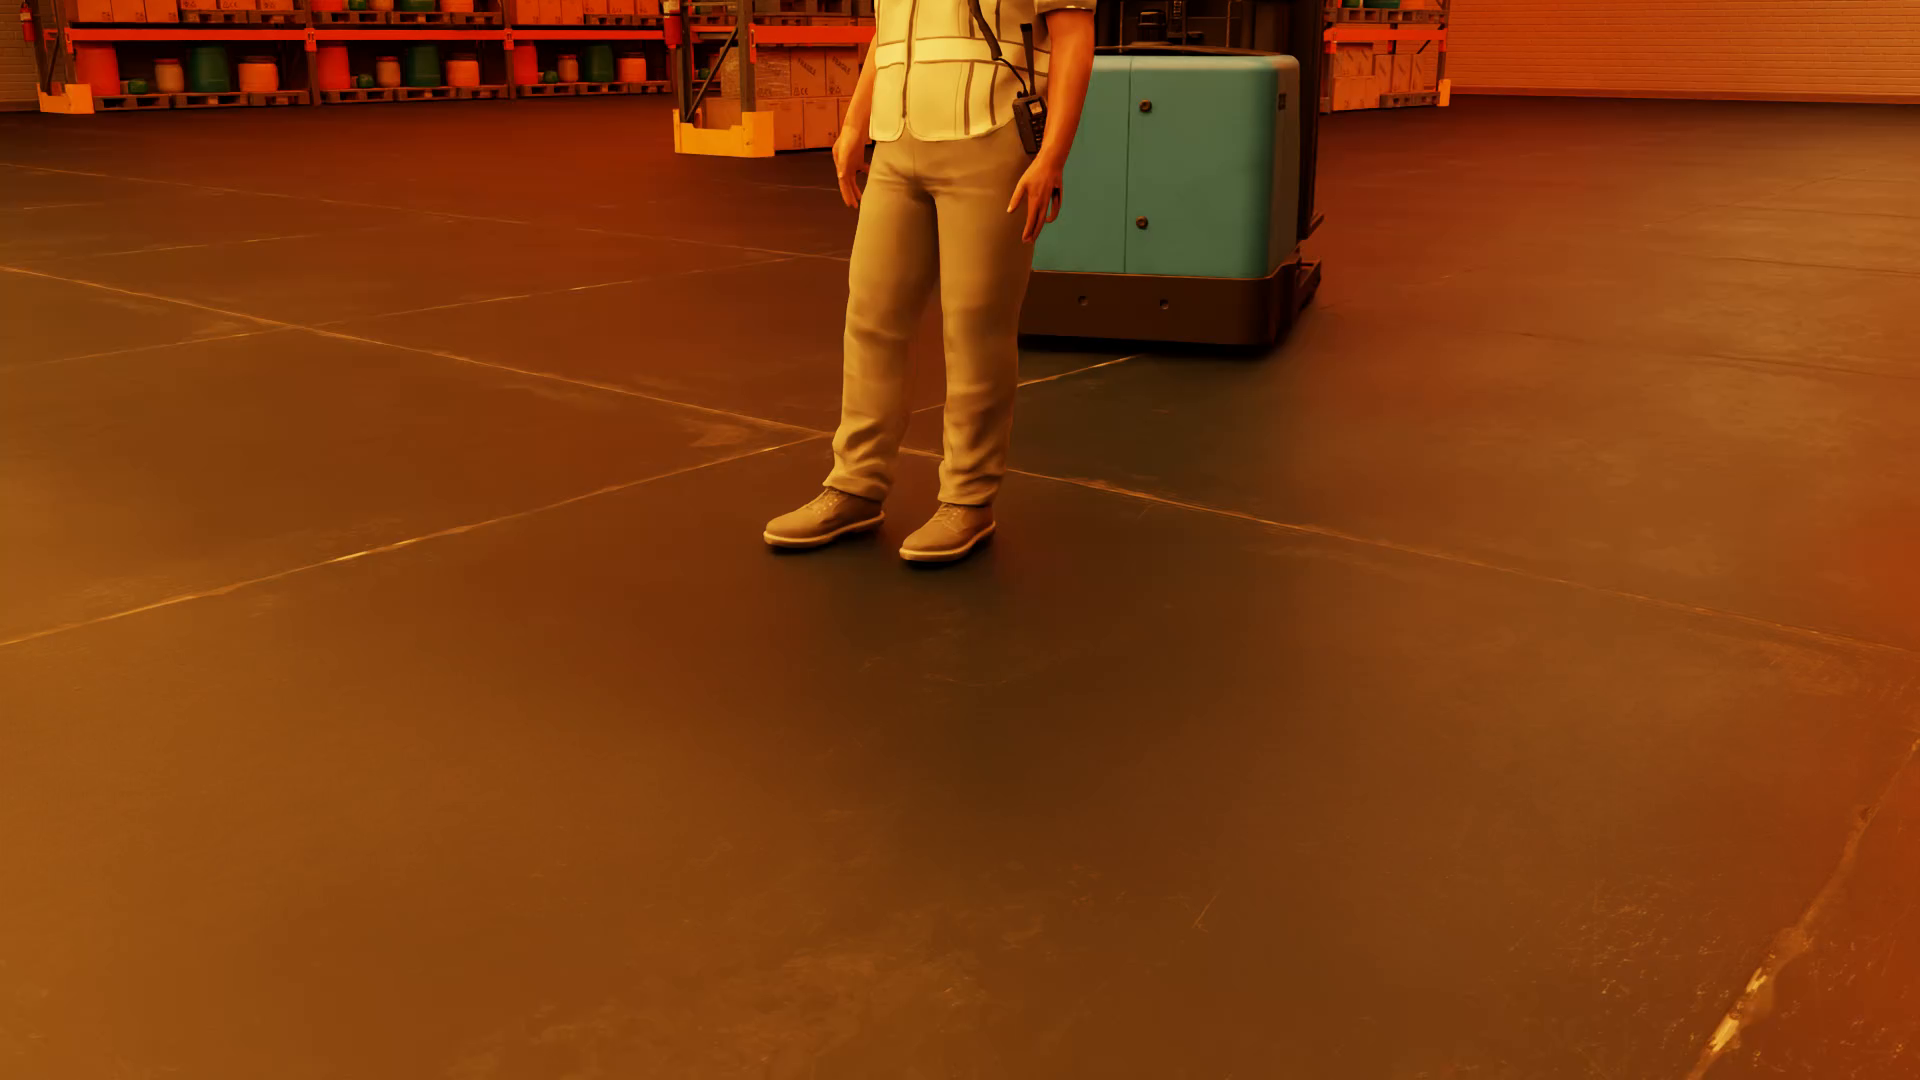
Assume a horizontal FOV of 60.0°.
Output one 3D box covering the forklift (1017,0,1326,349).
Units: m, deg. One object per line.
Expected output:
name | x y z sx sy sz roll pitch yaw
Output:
forklift | 1.033 -2.494 7.112 1.130 2.935 3.031 5 18 16

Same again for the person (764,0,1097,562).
person | -0.059 -0.845 3.630 0.641 1.780 0.574 13 21 37
